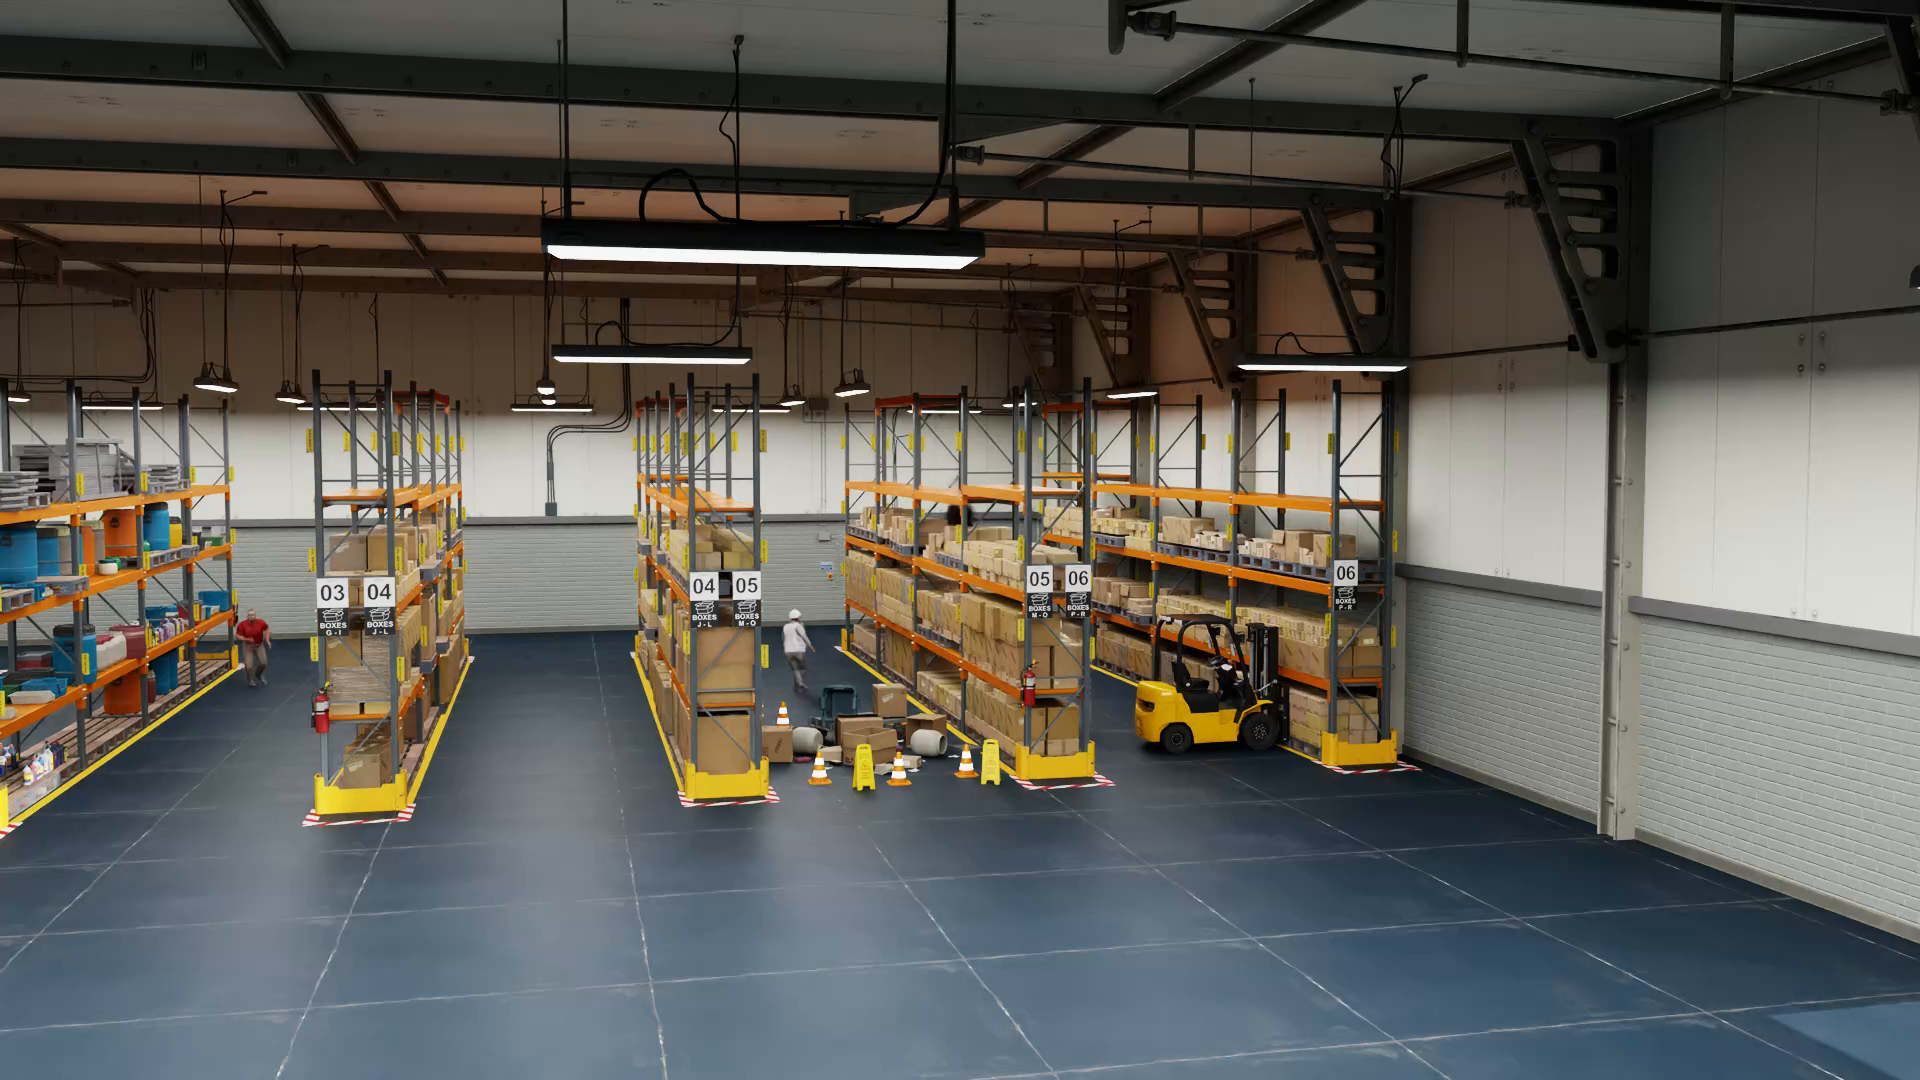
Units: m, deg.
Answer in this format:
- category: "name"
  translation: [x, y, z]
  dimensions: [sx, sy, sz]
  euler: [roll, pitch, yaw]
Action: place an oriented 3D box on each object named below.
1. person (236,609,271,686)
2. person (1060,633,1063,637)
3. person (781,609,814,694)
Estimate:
- category: "person"
  translation: [-14.532, 2.218, 34.217]
  dimensions: [0.675, 1.614, 0.852]
  euler: [-2, 4, -29]
- category: "person"
  translation: [1.613, 2.290, 31.414]
  dimensions: [0.692, 1.788, 0.988]
  euler: [-1, 3, -10]
- category: "person"
  translation: [-3.277, 2.256, 33.258]
  dimensions: [0.765, 1.717, 0.666]
  euler: [1, 3, 17]
